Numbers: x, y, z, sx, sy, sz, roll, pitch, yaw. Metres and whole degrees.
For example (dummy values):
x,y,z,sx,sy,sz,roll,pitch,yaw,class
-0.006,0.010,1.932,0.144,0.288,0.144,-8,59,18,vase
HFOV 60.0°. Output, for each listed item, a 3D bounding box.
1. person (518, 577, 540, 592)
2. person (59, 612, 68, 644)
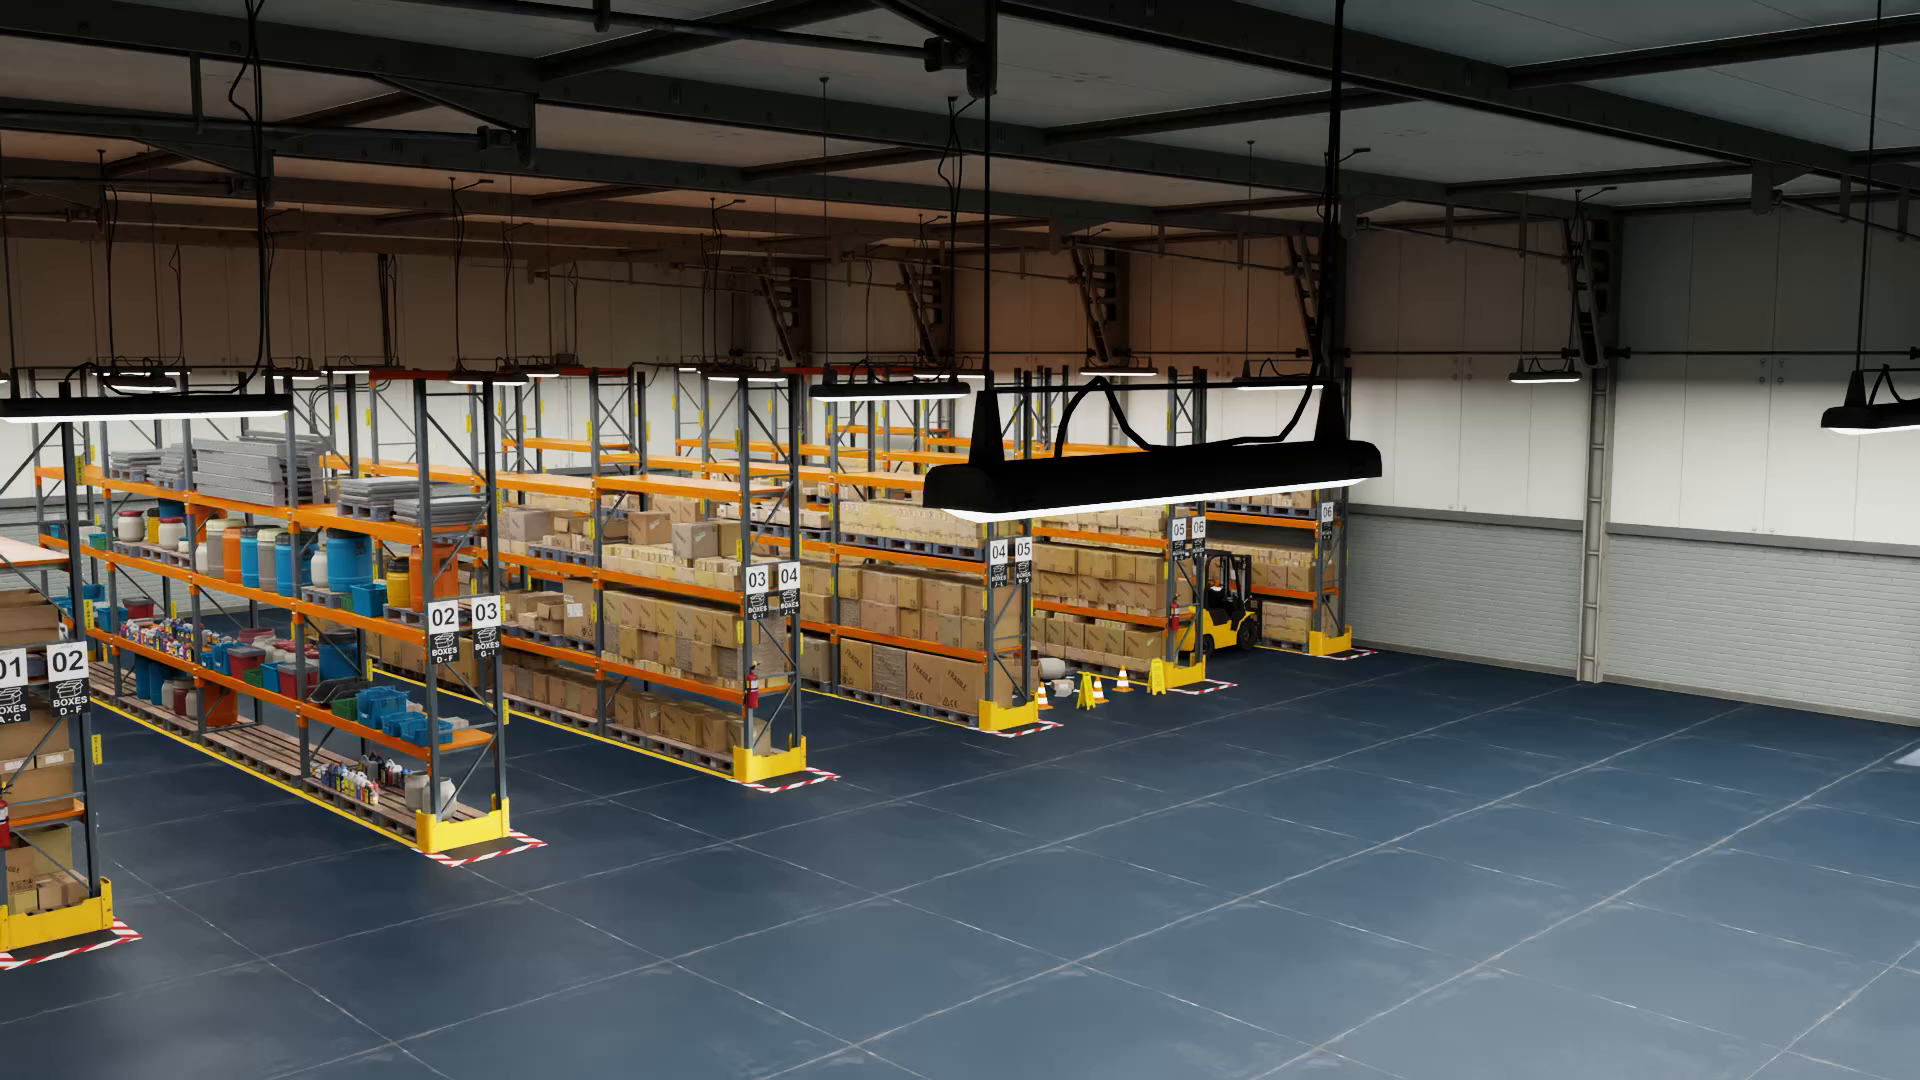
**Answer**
x,y,z,sx,sy,sz,roll,pitch,yaw,class
-10.705,0.818,41.234,0.834,1.702,0.557,-6,9,-44,person
-16.601,2.088,30.577,0.472,1.579,1.090,-5,8,-35,person
